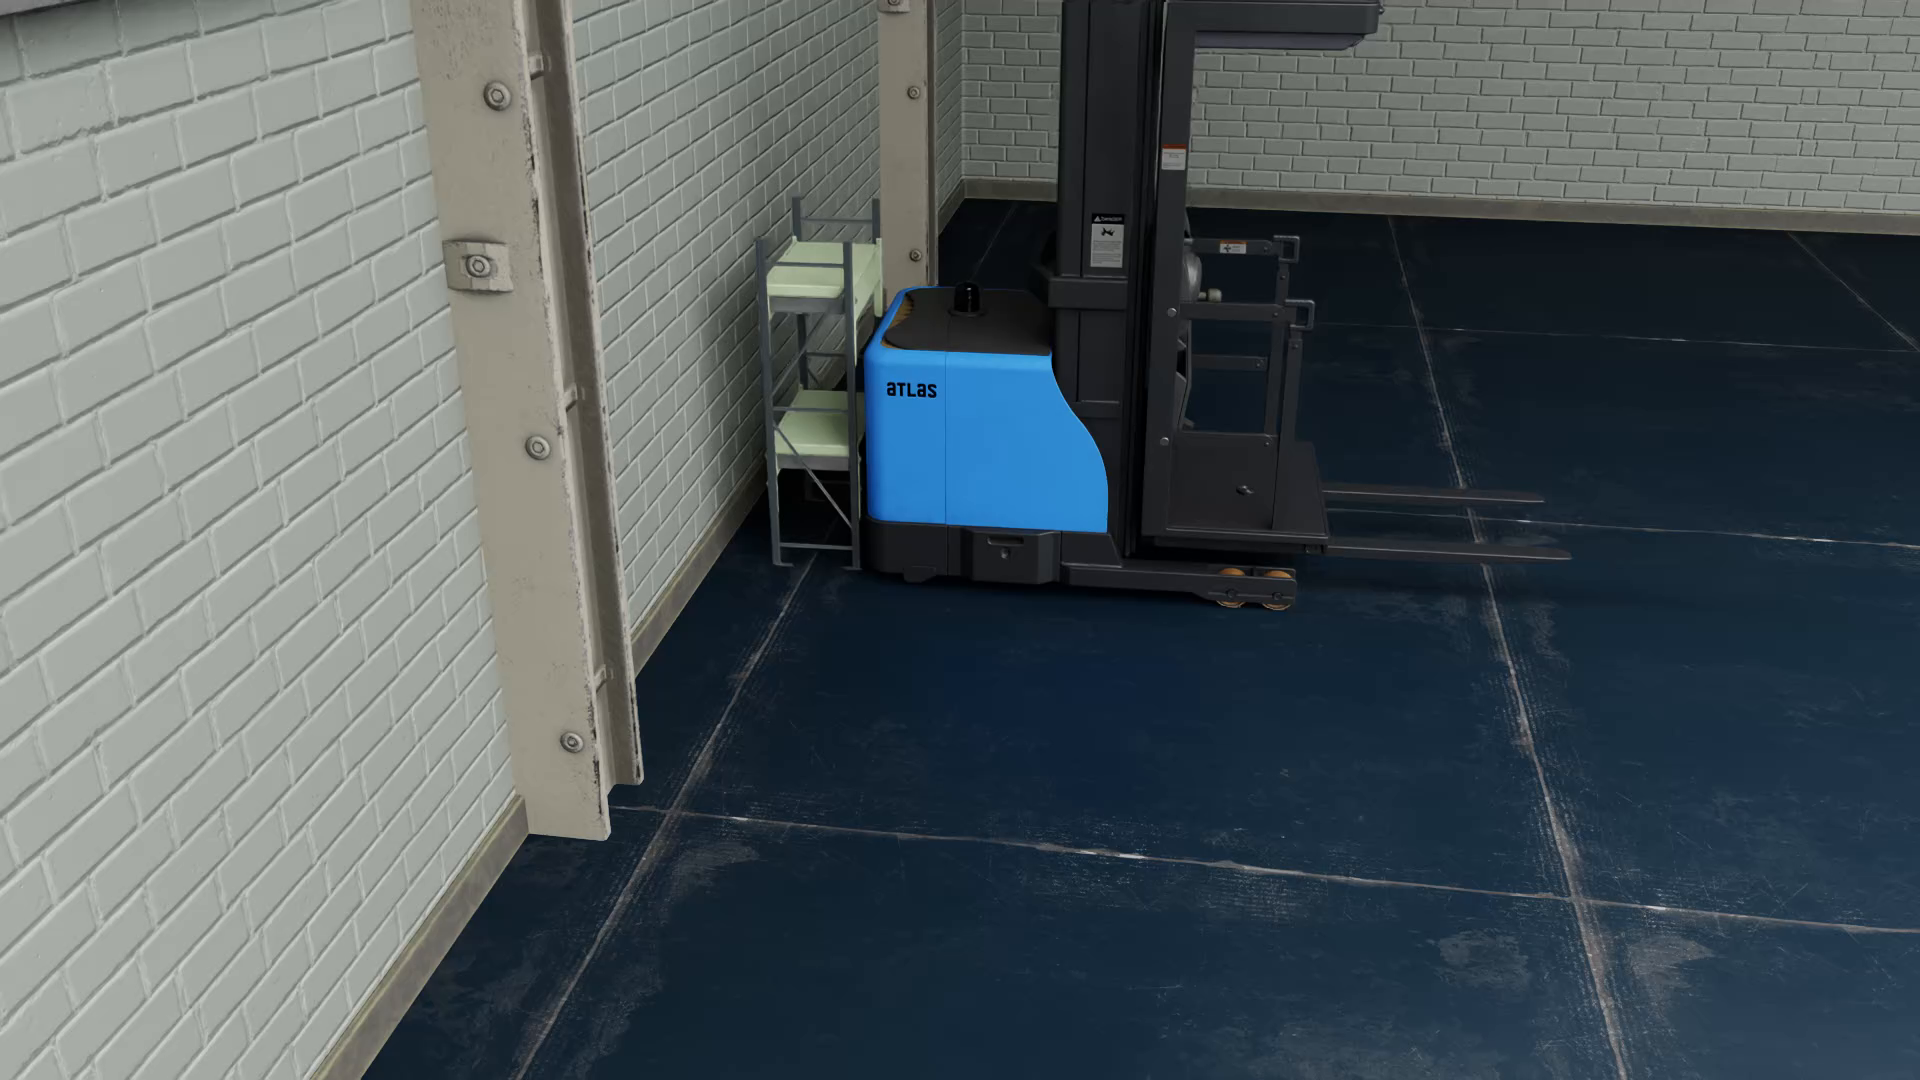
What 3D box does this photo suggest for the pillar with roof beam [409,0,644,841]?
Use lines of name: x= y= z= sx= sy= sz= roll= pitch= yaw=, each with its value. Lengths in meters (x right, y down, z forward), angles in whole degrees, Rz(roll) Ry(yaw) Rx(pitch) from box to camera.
pillar with roof beam: x=2.936 y=-2.860 z=3.245 sx=9.100 sy=9.000 sz=0.400 roll=4 pitch=25 yaw=9

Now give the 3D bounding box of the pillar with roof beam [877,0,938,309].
pillar with roof beam: x=3.917 y=-5.369 z=8.606 sx=9.100 sy=9.000 sz=0.400 roll=4 pitch=25 yaw=9

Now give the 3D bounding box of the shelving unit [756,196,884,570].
shelving unit: x=-0.602 y=-0.711 z=7.501 sx=0.431 sy=1.500 sz=0.755 roll=3 pitch=25 yaw=6

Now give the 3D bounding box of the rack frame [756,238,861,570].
rack frame: x=-0.644 y=-0.557 z=7.171 sx=0.400 sy=1.500 sz=0.023 roll=3 pitch=25 yaw=6

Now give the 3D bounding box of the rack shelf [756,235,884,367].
rack shelf: x=-0.602 y=-1.065 z=7.335 sx=0.431 sy=0.370 sz=0.720 roll=3 pitch=25 yaw=6

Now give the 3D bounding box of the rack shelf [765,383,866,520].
rack shelf: x=-0.602 y=-0.416 z=7.639 sx=0.431 sy=0.370 sz=0.720 roll=3 pitch=25 yaw=6

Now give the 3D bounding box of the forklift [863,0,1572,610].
forklift: x=1.138 y=-1.267 z=6.999 sx=3.031 sy=2.935 sz=1.130 roll=3 pitch=25 yaw=6

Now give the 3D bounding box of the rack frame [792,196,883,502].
rack frame: x=-0.560 y=-0.866 z=7.830 sx=0.400 sy=1.500 sz=0.023 roll=3 pitch=25 yaw=6
